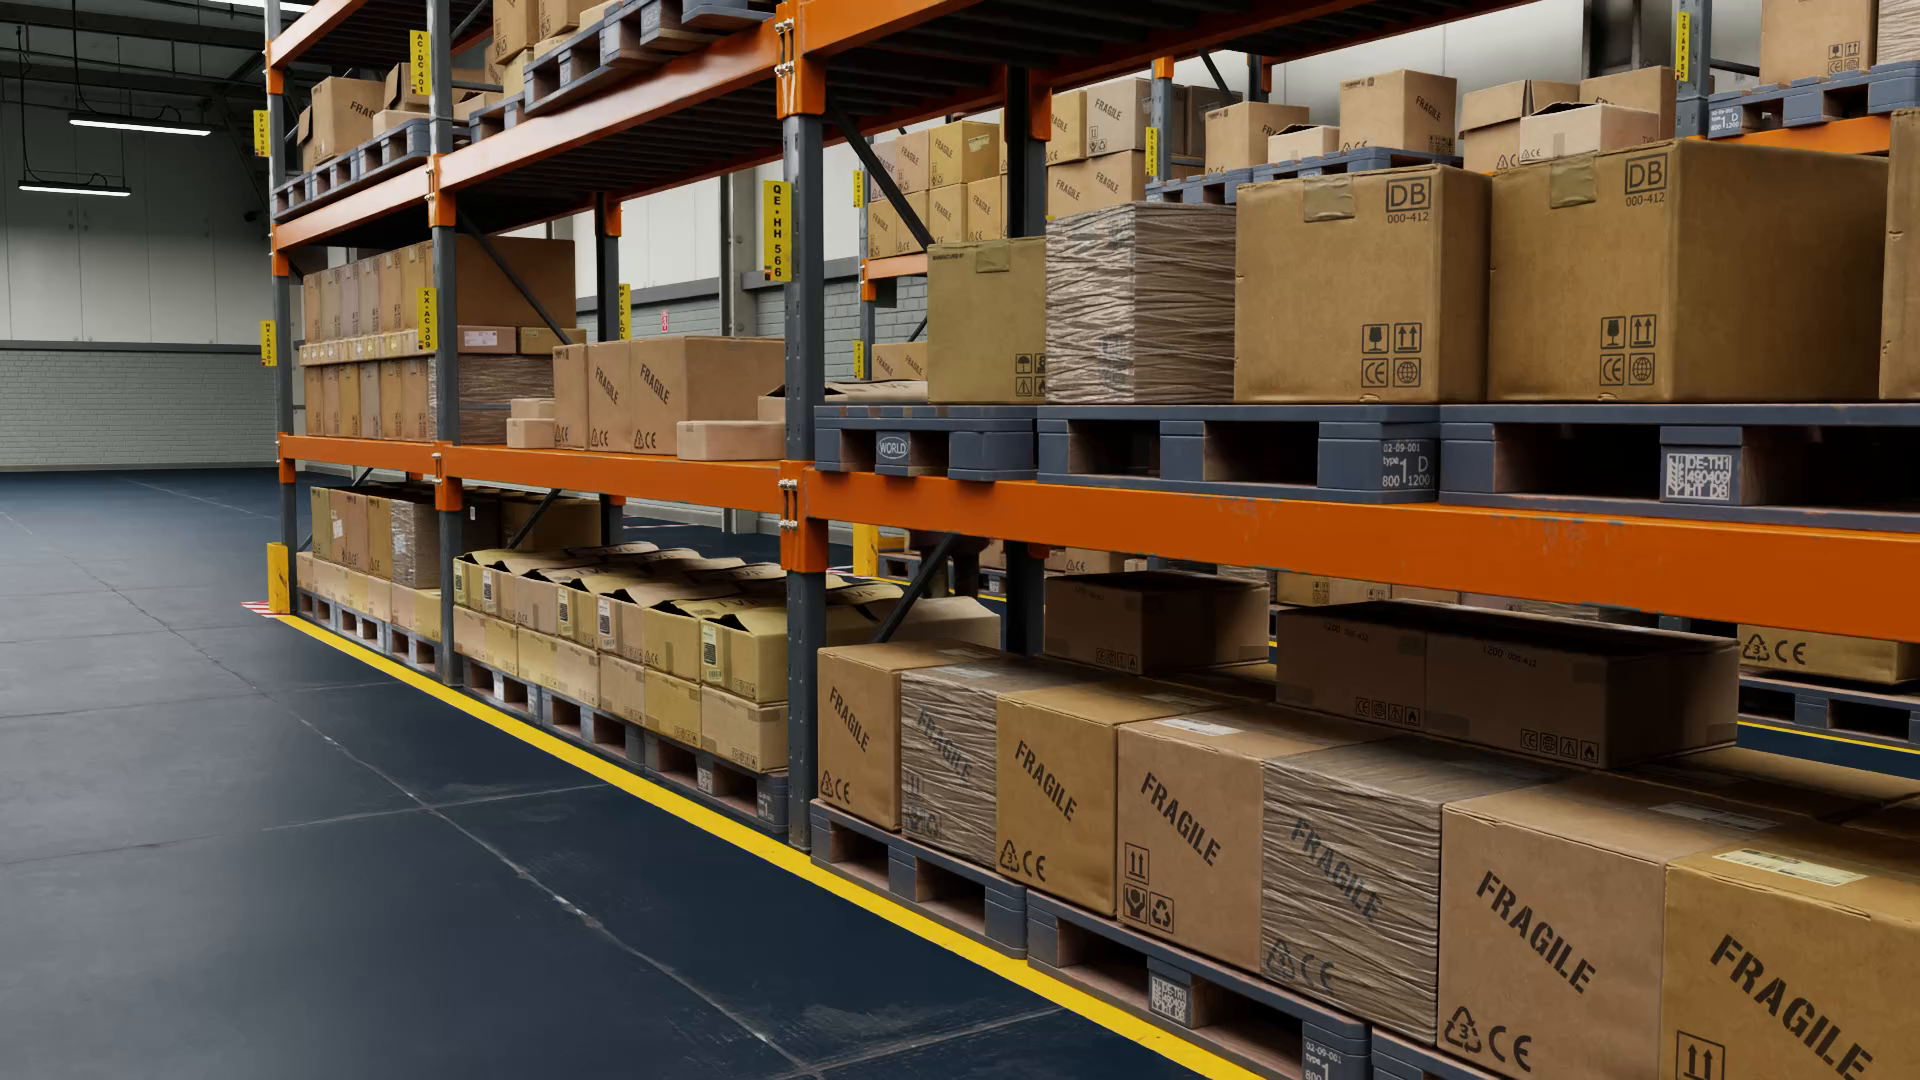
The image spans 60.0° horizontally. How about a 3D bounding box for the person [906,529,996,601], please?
[{"bbox_3d":[-0.079,-0.176,9.738,0.610,1.755,0.878,0,5,-4],"label":"person"}]
